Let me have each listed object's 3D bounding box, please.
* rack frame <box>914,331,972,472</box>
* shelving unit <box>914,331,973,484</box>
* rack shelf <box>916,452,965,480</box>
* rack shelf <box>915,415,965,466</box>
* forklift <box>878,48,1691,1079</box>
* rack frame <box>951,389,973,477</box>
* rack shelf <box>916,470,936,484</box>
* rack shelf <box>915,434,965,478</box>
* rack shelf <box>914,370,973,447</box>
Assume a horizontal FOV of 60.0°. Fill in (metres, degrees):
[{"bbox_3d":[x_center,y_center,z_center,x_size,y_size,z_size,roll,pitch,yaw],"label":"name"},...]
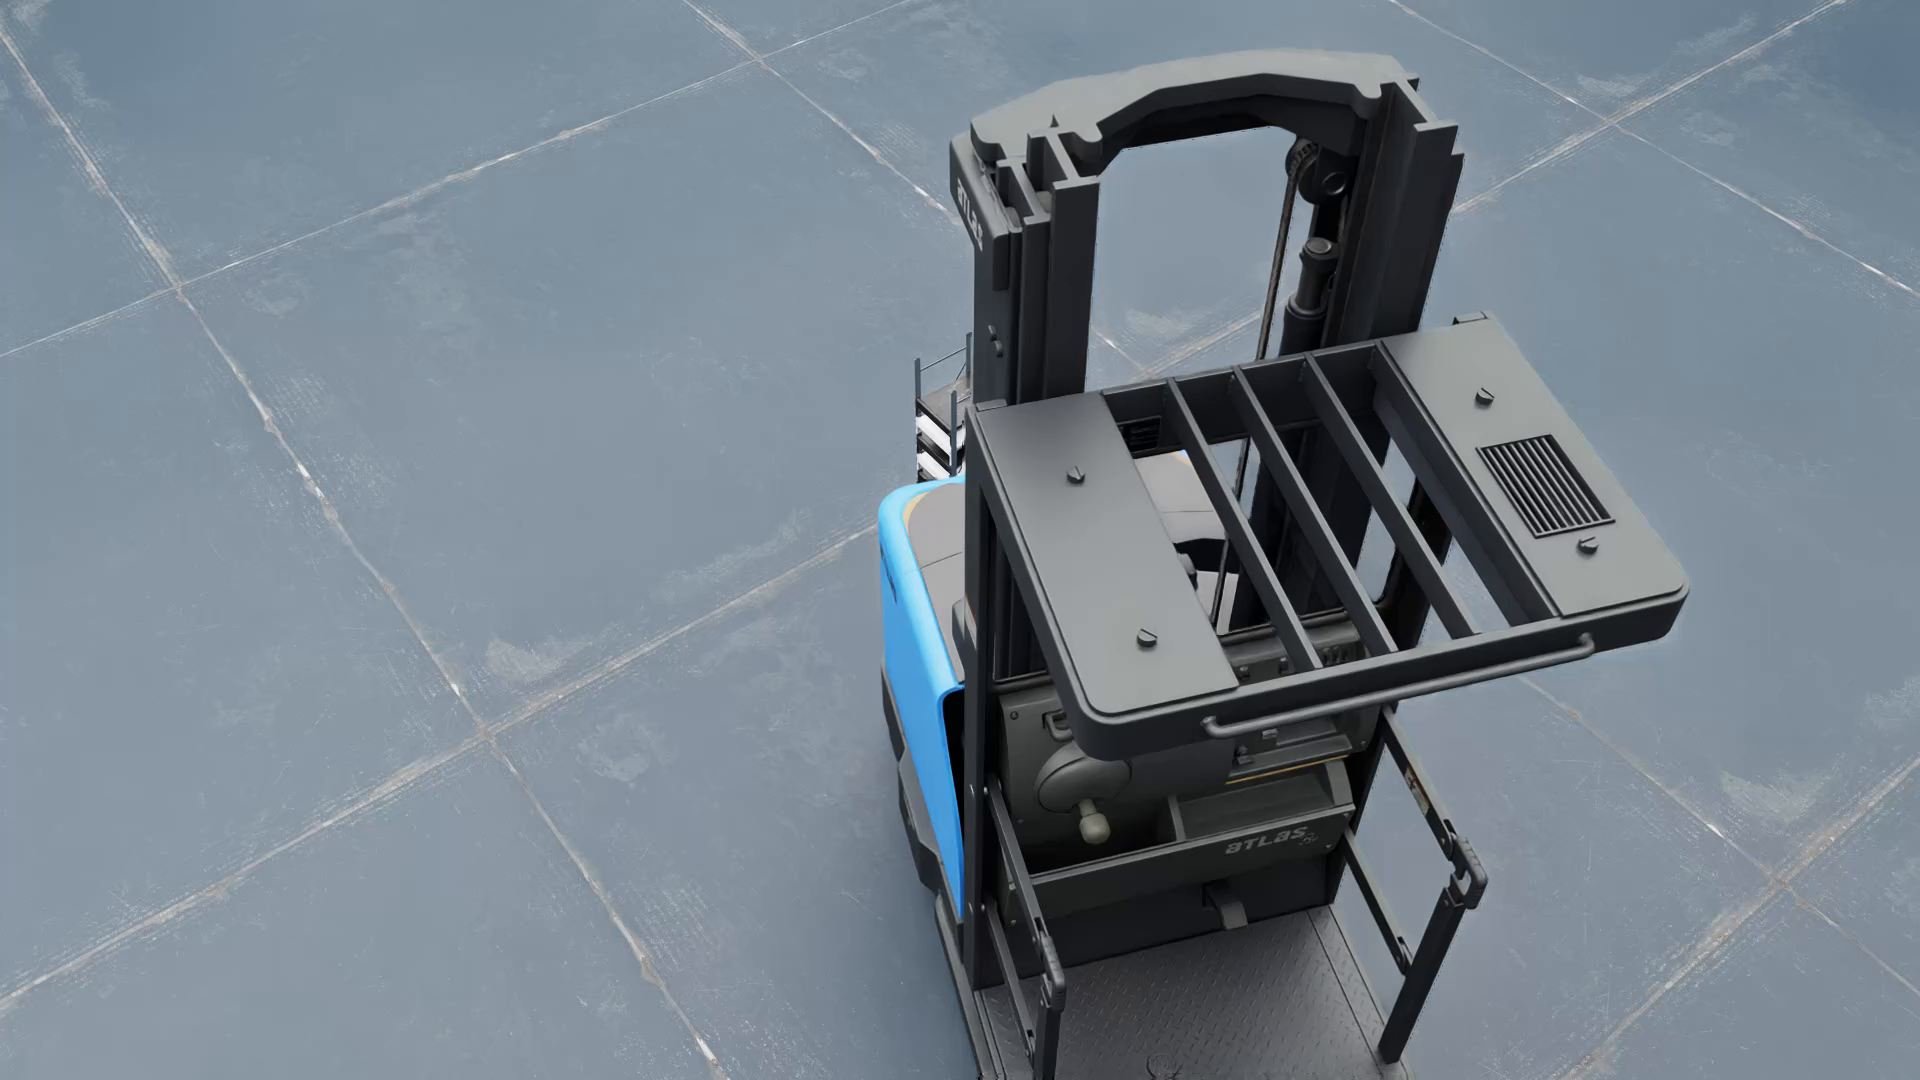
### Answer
[{"bbox_3d":[-0.057,-0.357,5.967,0.240,0.900,0.006,-29,54,-24],"label":"rack frame"},{"bbox_3d":[0.005,-0.297,5.912,0.258,0.900,0.210,-29,54,-24],"label":"shelving unit"},{"bbox_3d":[0.005,-0.275,5.937,0.258,0.077,0.200,-29,54,-24],"label":"rack shelf"},{"bbox_3d":[0.005,-0.396,5.804,0.258,0.077,0.200,-29,54,-24],"label":"rack shelf"},{"bbox_3d":[0.611,0.554,3.770,1.130,2.935,3.031,-11,49,-10],"label":"forklift"},{"bbox_3d":[0.066,-0.237,5.858,0.240,0.900,0.006,-29,54,-24],"label":"rack frame"},{"bbox_3d":[0.005,-0.215,6.004,0.258,0.077,0.200,-29,54,-24],"label":"rack shelf"},{"bbox_3d":[0.005,-0.336,5.870,0.258,0.077,0.200,-29,54,-24],"label":"rack shelf"},{"bbox_3d":[0.005,-0.456,5.737,0.258,0.077,0.200,-29,54,-24],"label":"rack shelf"}]
